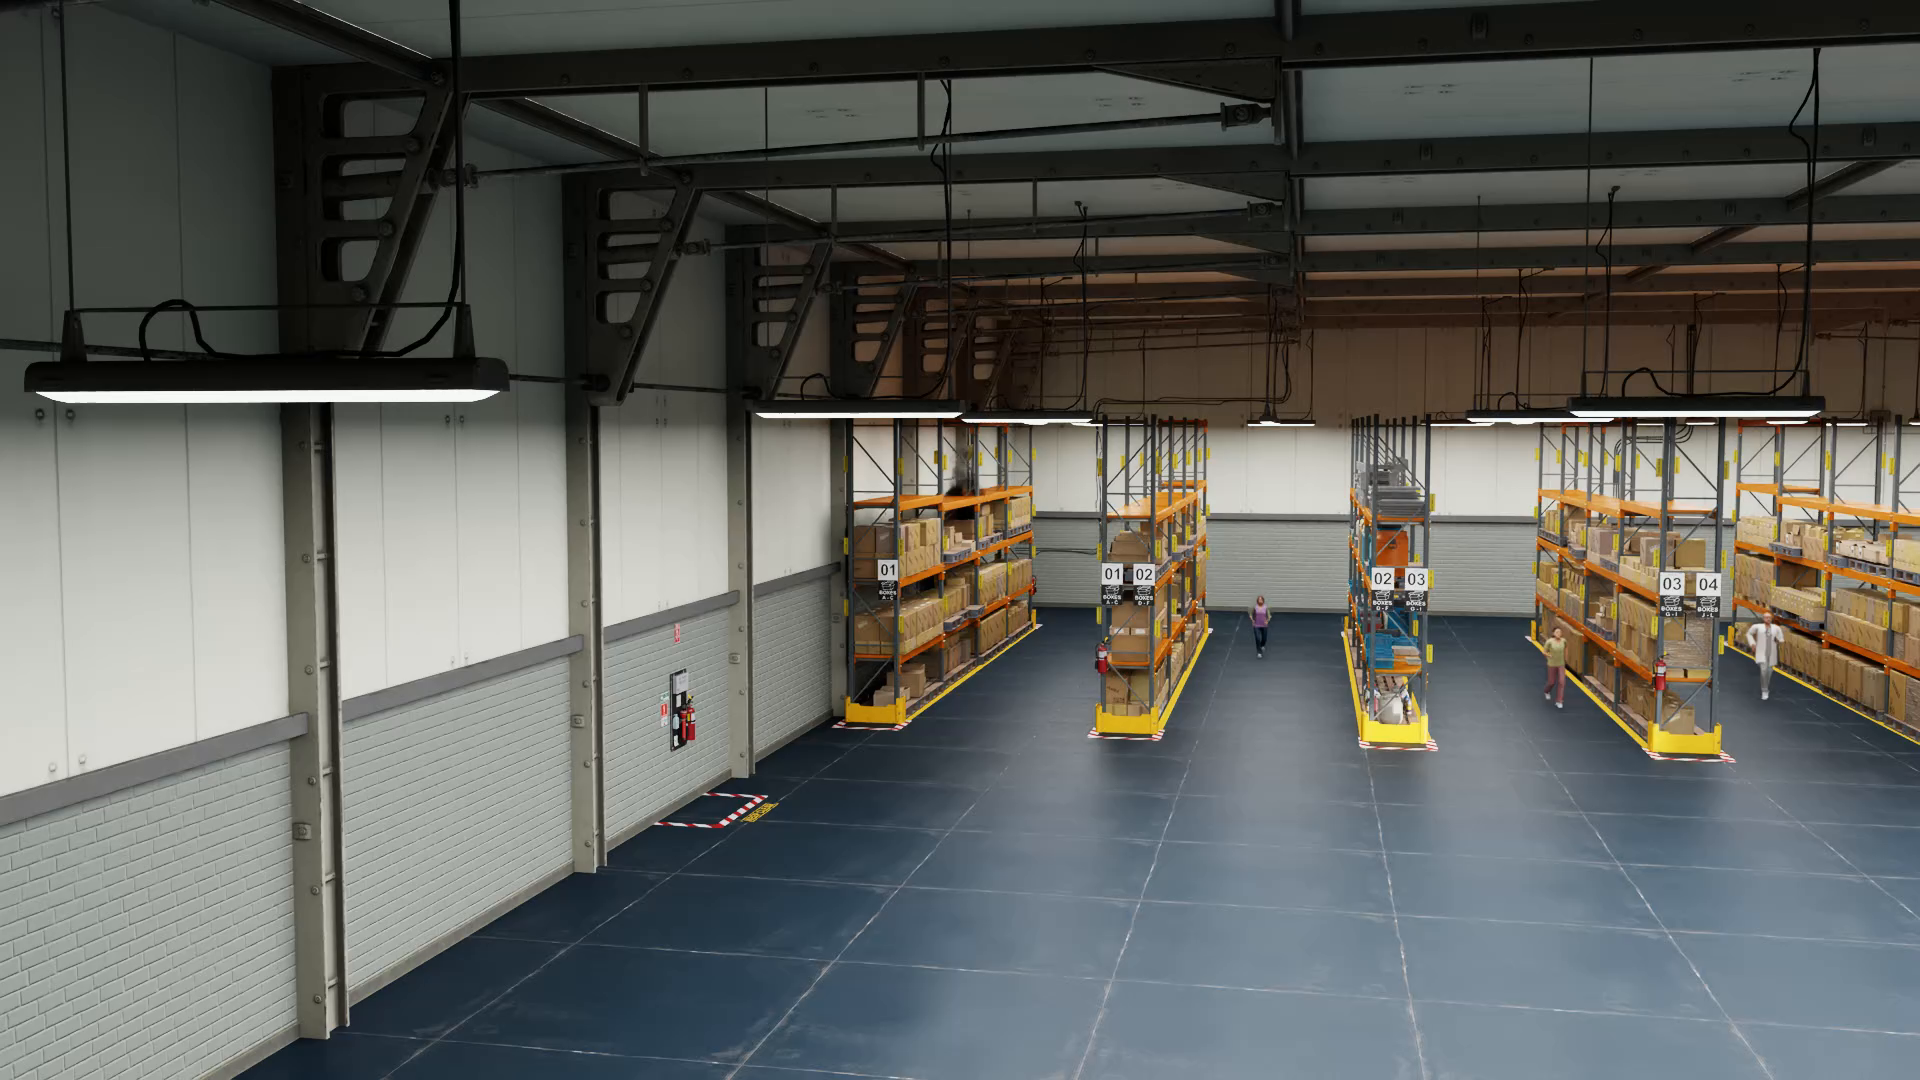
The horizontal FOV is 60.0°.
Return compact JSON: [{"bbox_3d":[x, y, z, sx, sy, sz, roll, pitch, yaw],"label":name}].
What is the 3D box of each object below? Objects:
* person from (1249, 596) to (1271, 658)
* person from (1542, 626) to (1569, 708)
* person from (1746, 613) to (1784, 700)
[{"bbox_3d":[7.525,2.169,41.726,0.536,1.548,0.567,1,4,8],"label":"person"},{"bbox_3d":[12.325,2.599,34.417,0.562,1.656,0.926,0,4,4],"label":"person"},{"bbox_3d":[17.237,2.459,35.566,0.694,1.822,0.876,1,4,11],"label":"person"}]
